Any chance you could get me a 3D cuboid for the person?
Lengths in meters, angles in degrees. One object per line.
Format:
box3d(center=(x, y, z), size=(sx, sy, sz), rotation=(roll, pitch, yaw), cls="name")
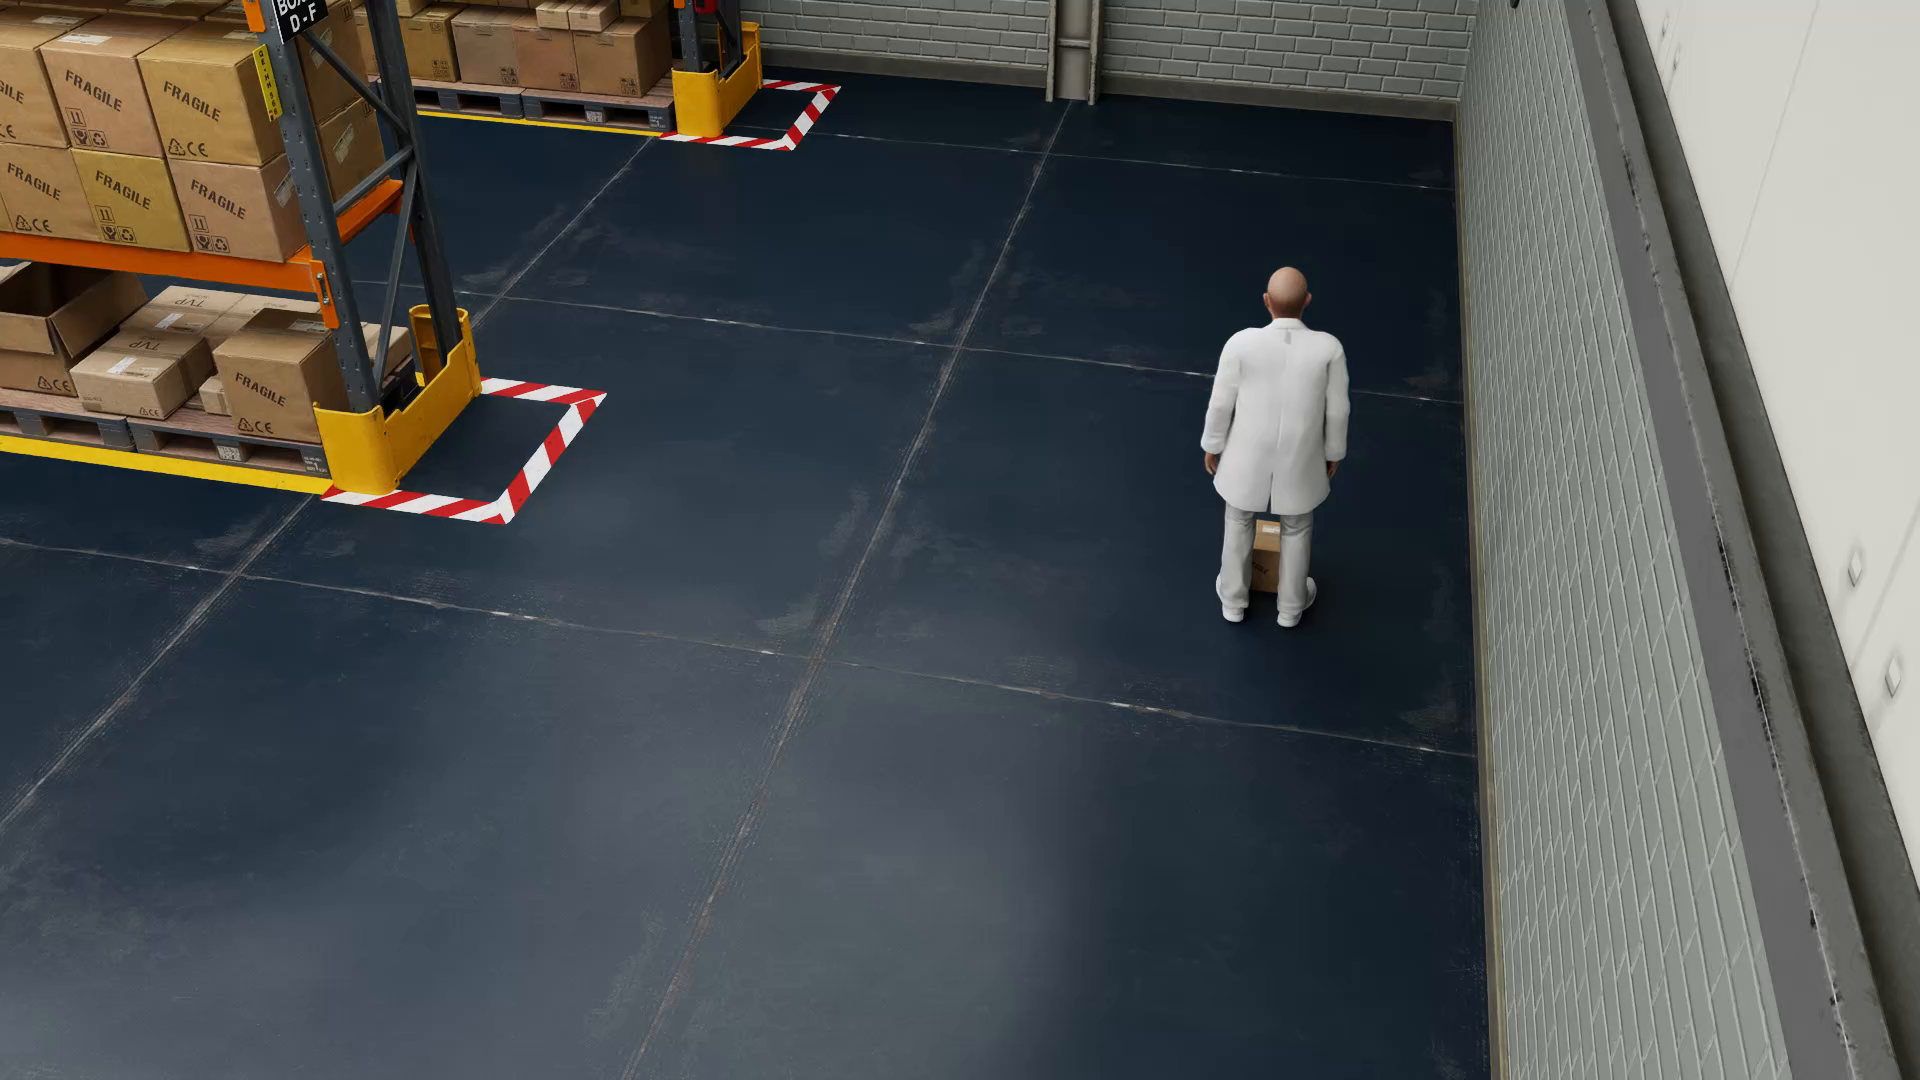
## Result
box3d(center=(1.414, -0.400, 7.528), size=(0.649, 1.772, 0.429), rotation=(5, 36, 7), cls="person")
